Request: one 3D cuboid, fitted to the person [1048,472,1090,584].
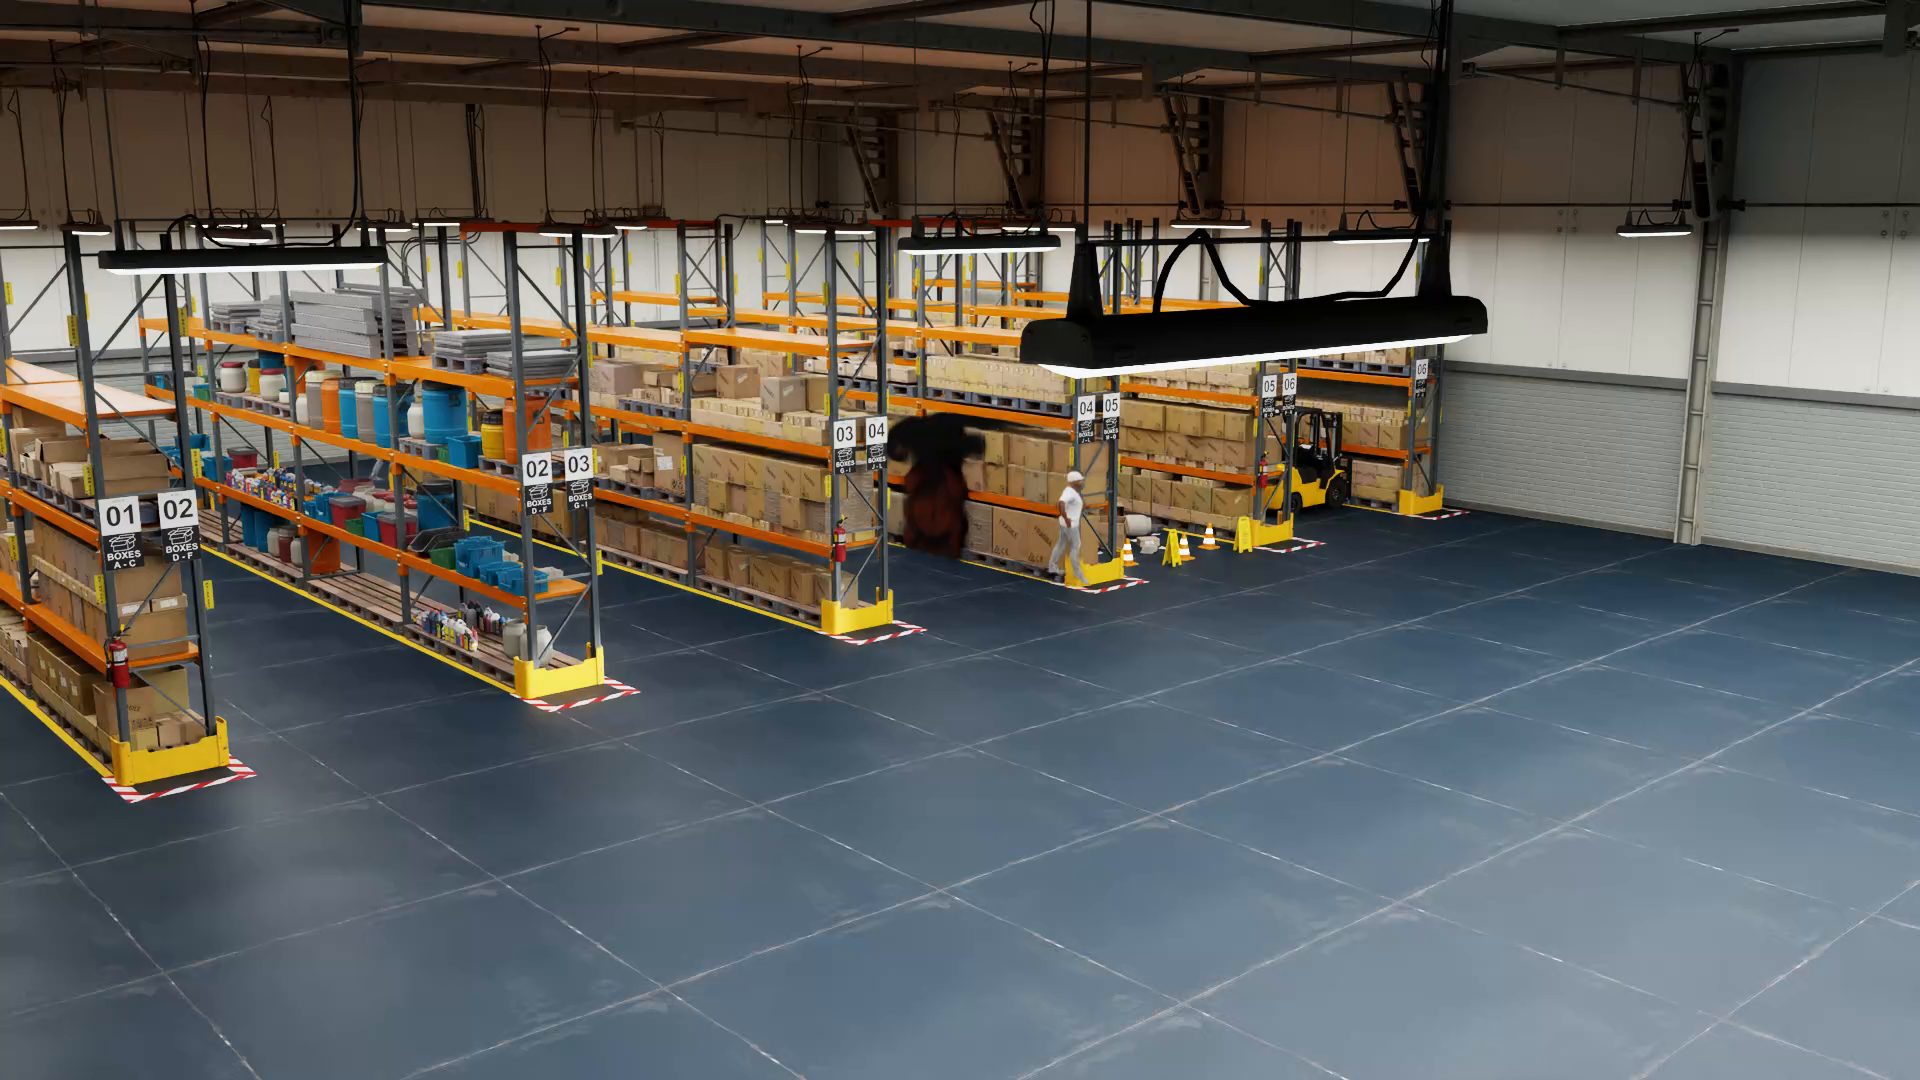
[{"bbox_3d":[1.784,-0.185,27.018,0.693,1.874,0.806,0,11,0],"label":"person"}]

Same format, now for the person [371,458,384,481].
[{"bbox_3d":[-13.216,-2.138,38.163,0.735,1.736,0.612,1,11,6],"label":"person"}]
